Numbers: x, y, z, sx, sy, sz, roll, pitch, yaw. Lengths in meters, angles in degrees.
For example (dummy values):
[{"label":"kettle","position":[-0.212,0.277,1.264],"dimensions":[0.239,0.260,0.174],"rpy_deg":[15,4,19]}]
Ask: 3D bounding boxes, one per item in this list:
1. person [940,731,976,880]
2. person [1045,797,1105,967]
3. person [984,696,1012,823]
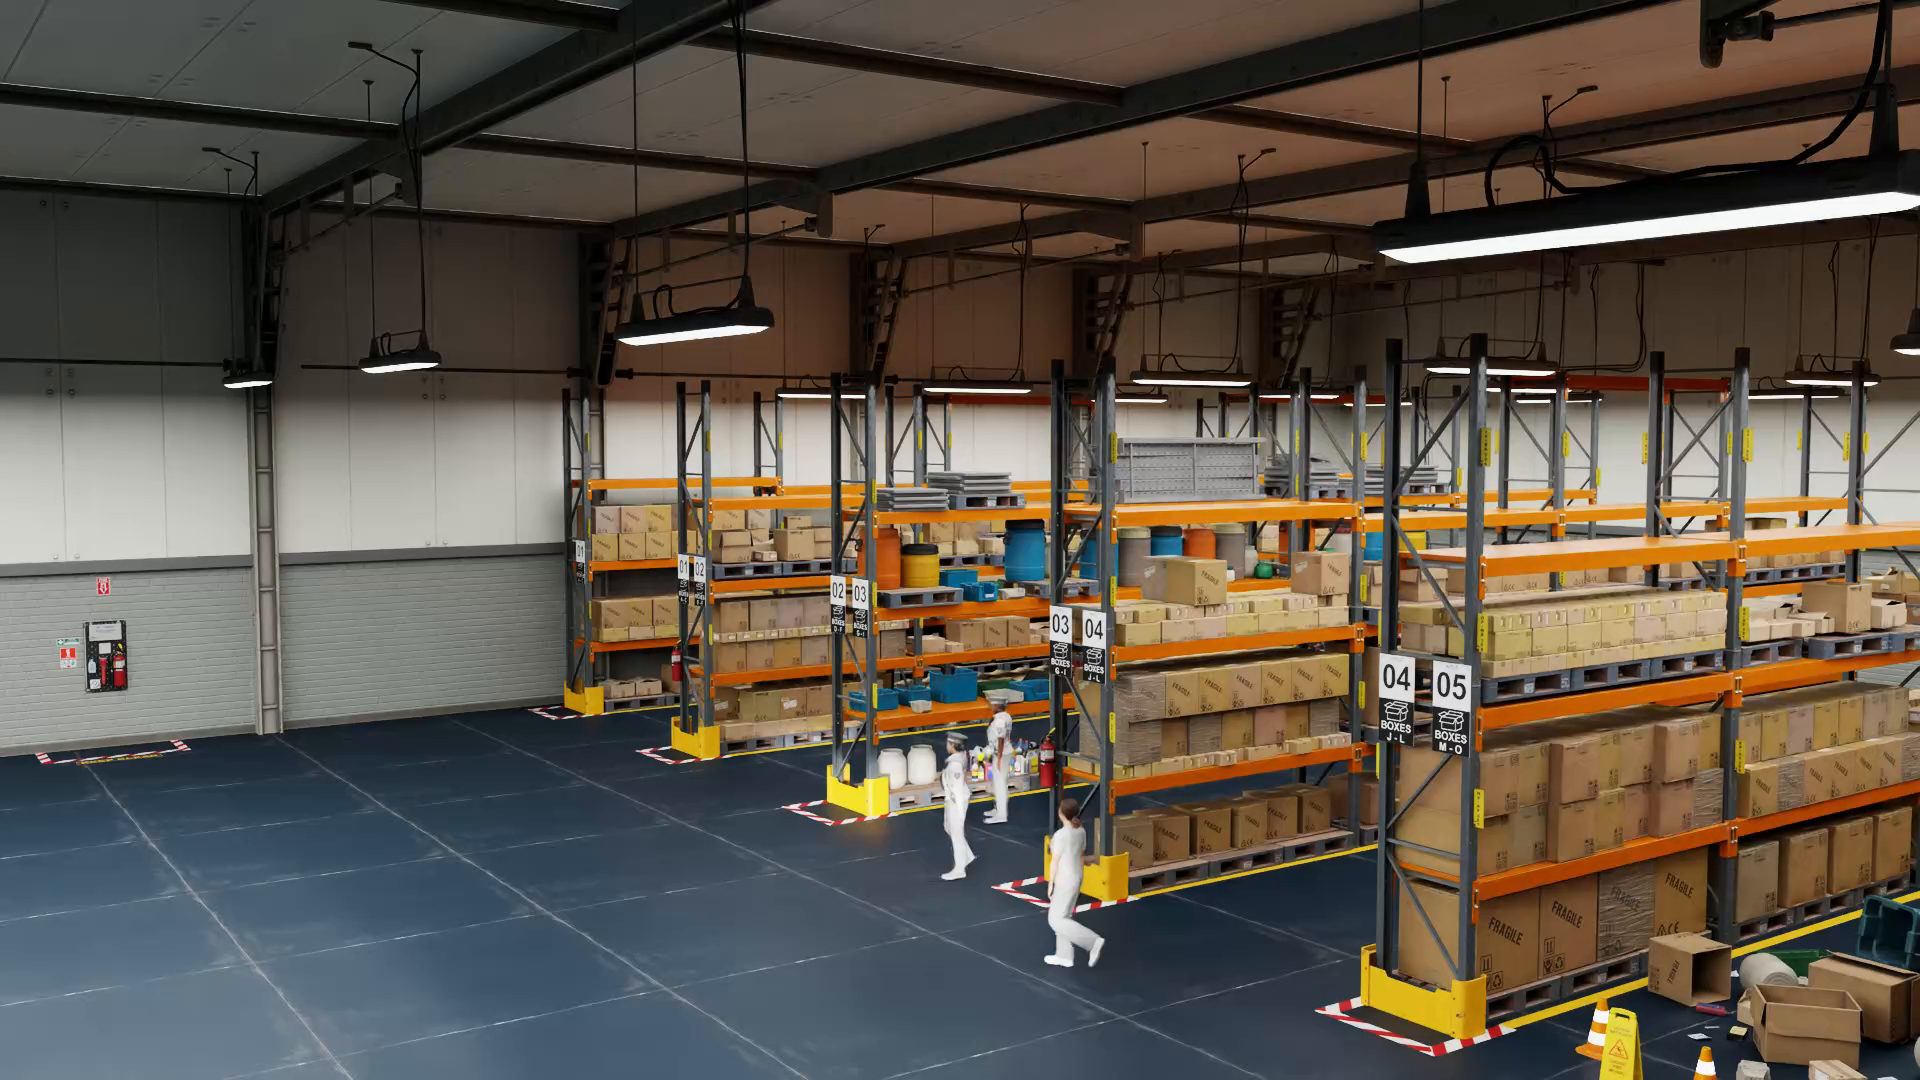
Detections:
[{"label":"person","position":[-0.026,3.072,19.382],"dimensions":[0.408,1.688,0.551],"rpy_deg":[0,4,2]},{"label":"person","position":[1.092,3.303,15.956],"dimensions":[0.652,1.665,0.432],"rpy_deg":[1,4,19]},{"label":"person","position":[0.500,2.905,22.216],"dimensions":[0.395,1.664,0.535],"rpy_deg":[0,4,6]}]
